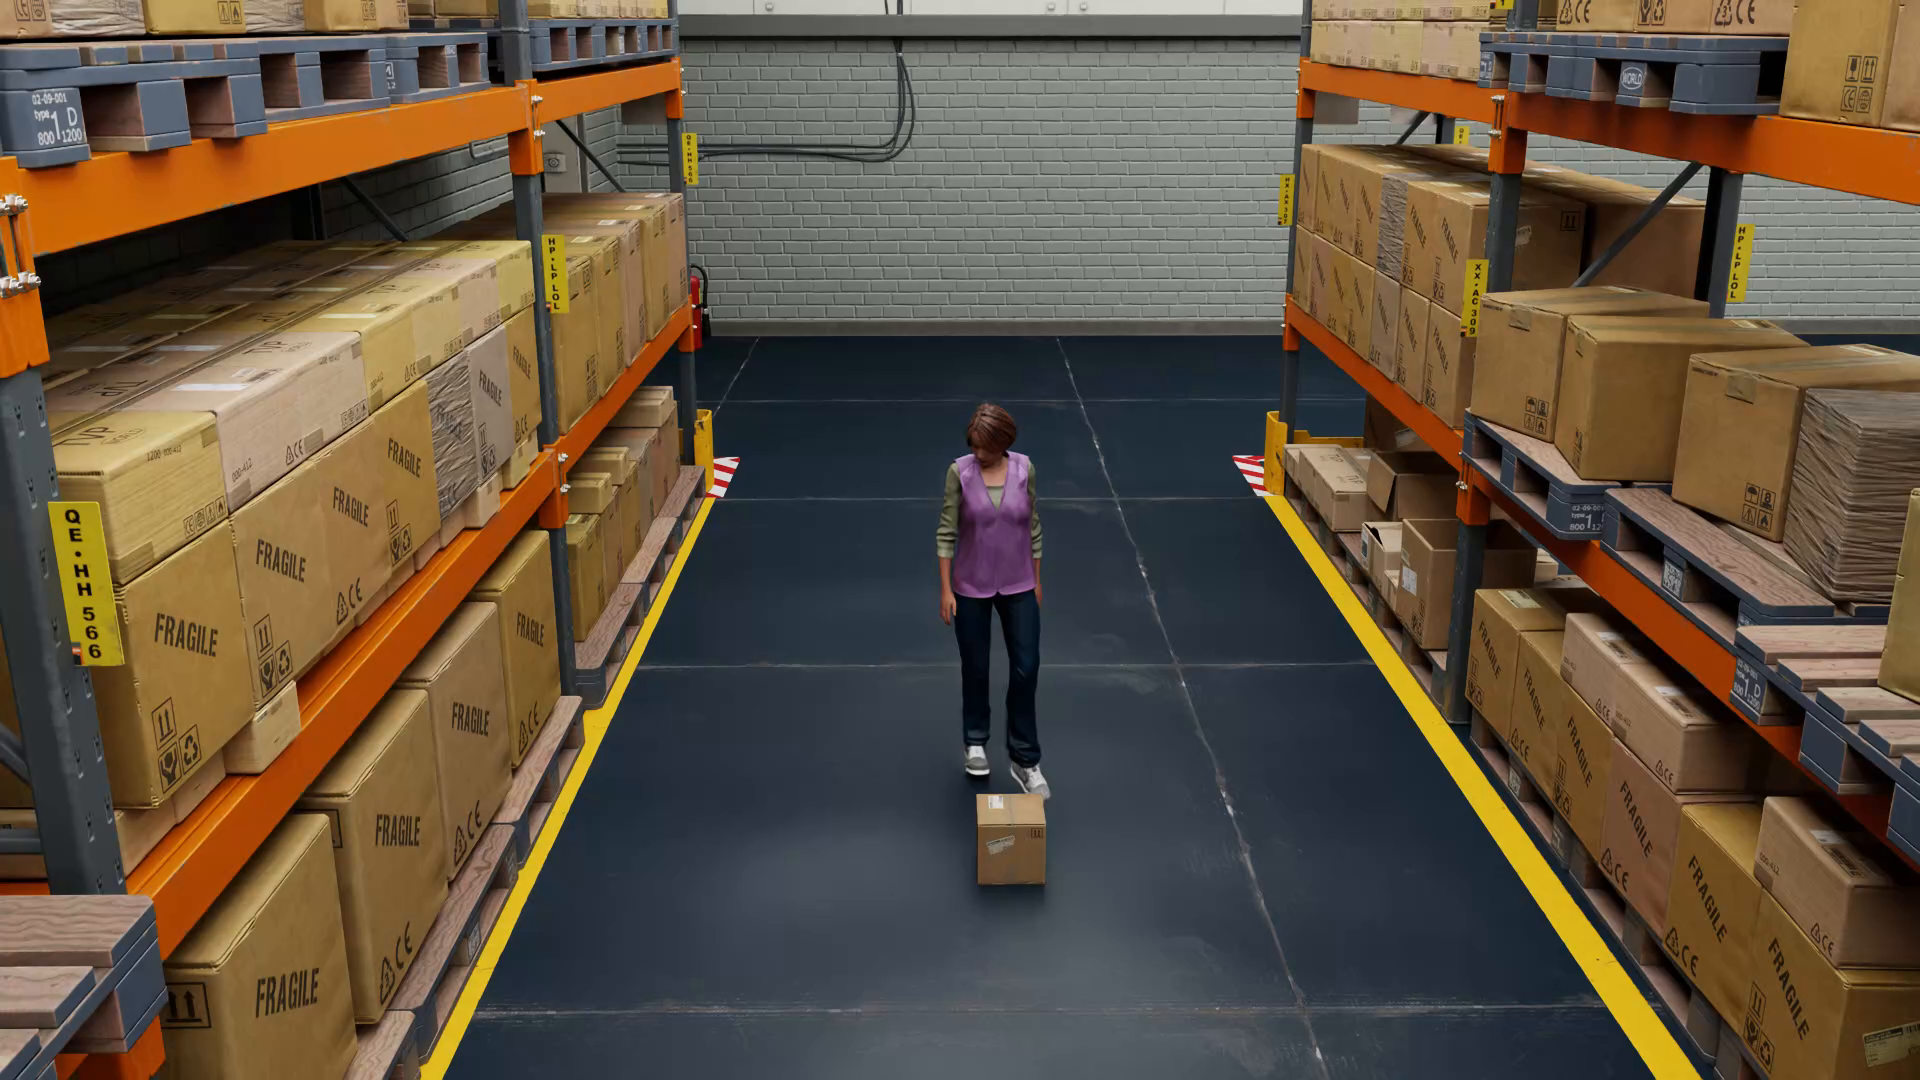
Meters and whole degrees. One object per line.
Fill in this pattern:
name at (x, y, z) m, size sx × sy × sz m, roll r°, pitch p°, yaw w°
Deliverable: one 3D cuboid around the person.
person at (0.137, 0.258, 6.766) m, size 0.450 × 1.615 × 0.493 m, roll -2°, pitch 18°, yaw -6°
